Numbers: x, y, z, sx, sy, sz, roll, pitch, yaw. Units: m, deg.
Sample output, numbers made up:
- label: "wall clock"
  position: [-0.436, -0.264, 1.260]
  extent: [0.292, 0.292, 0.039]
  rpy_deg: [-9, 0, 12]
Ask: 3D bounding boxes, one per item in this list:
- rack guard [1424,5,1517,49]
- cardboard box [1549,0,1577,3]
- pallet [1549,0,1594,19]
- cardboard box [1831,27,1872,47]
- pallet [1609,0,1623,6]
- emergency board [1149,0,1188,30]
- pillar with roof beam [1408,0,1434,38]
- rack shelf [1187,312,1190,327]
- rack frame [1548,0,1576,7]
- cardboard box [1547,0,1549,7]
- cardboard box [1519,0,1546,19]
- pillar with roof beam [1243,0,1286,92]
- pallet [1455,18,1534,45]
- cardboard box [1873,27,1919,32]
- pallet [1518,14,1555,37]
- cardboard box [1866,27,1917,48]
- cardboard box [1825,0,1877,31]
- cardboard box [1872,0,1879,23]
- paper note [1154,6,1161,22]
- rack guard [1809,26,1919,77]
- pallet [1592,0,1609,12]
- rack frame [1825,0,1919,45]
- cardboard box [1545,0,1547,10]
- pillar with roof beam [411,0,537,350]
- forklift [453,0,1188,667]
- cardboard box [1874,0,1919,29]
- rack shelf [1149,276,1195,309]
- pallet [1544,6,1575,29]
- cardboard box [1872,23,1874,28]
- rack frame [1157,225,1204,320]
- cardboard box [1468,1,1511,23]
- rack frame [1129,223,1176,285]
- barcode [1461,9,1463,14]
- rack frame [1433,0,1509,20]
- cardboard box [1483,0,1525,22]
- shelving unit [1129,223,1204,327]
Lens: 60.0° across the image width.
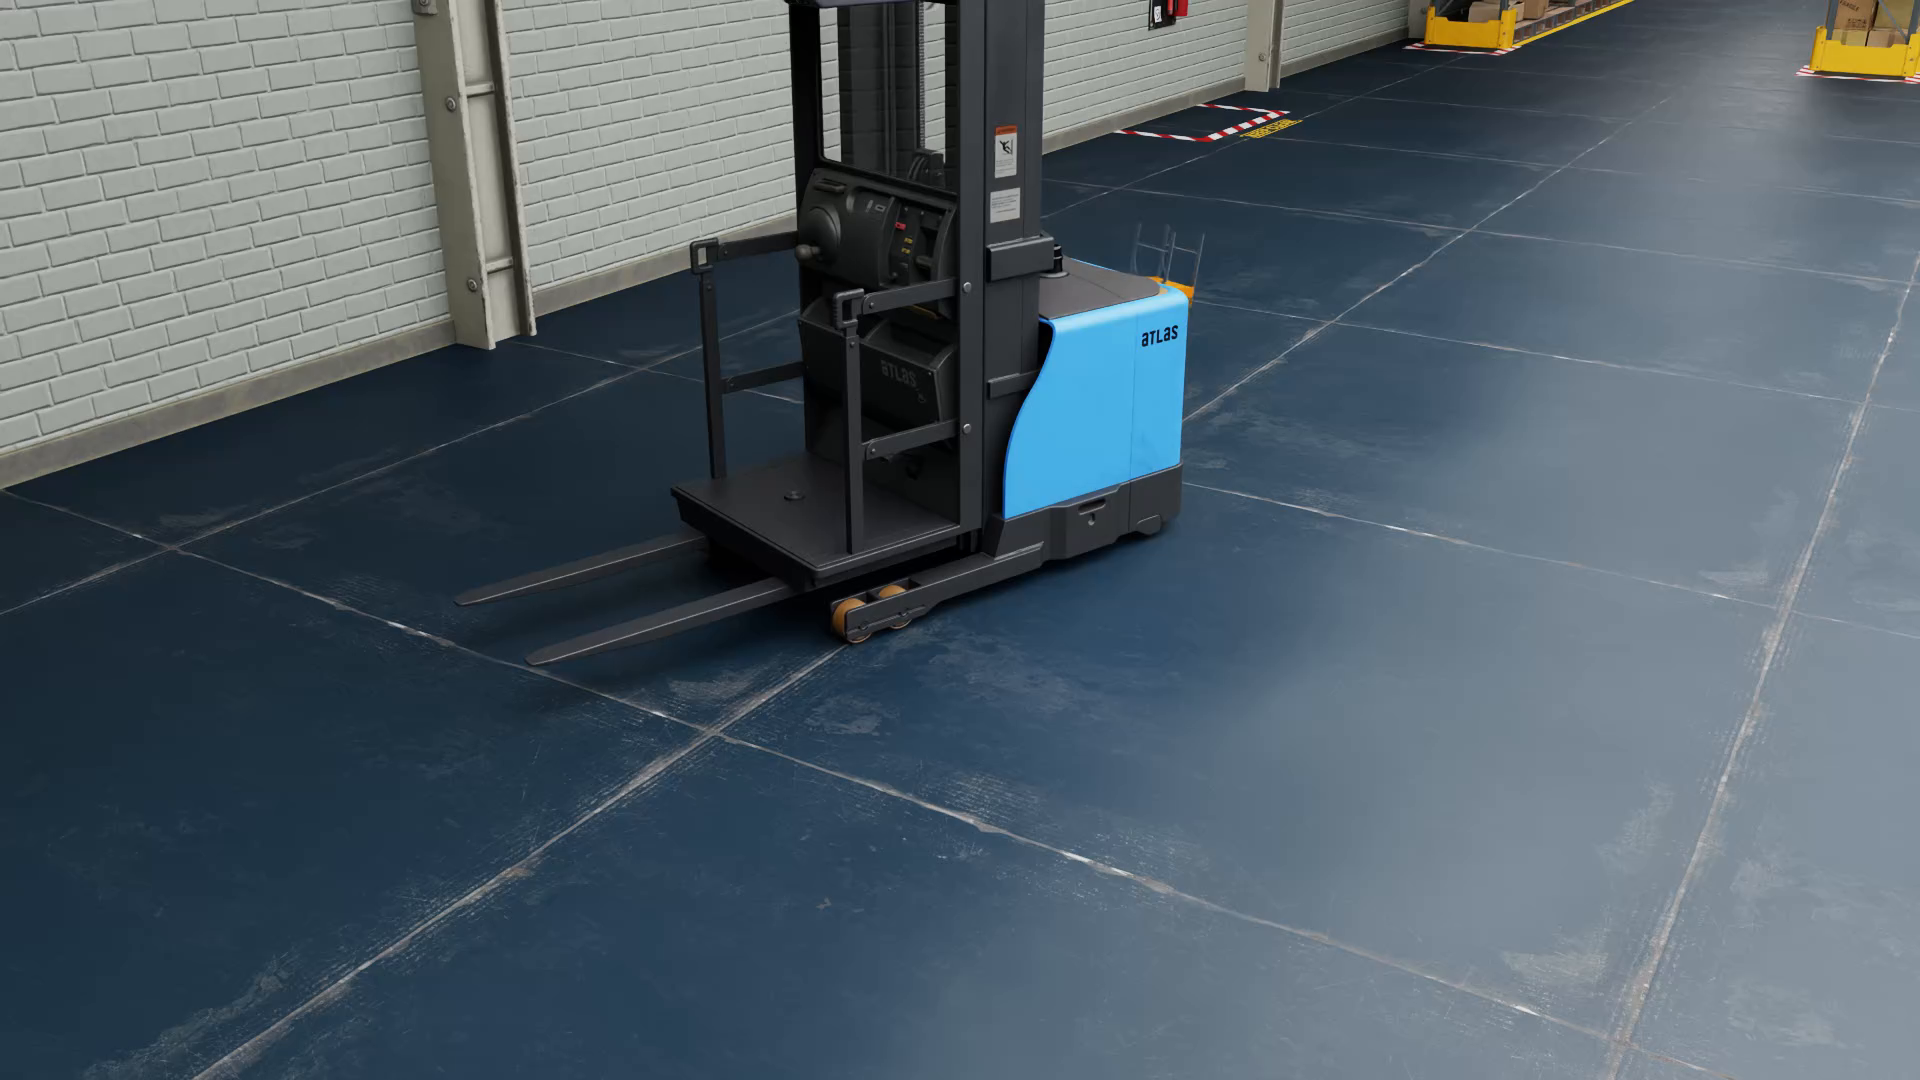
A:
- label: "rack guard"
  position: [7.084, -7.139, 23.111]
  extent: [1.175, 0.500, 0.348]
  rpy_deg: [14, 27, 29]
- label: "cardboard box"
  position: [9.528, -8.917, 26.665]
  extent: [0.700, 0.500, 0.500]
  rpy_deg: [15, 28, 31]
- label: "pallet"
  position: [9.564, -8.594, 26.835]
  extent: [1.003, 0.211, 1.213]
  rpy_deg: [14, 27, 29]
- label: "cardboard box"
  position: [11.287, -6.397, 21.184]
  extent: [0.500, 0.250, 0.500]
  rpy_deg: [14, 27, 29]
- label: "pallet"
  position: [10.851, -9.417, 28.738]
  extent: [1.003, 0.211, 1.213]
  rpy_deg: [14, 27, 29]
- label: "emergency board"
  position: [2.178, -5.827, 16.933]
  extent: [0.194, 1.169, 0.643]
  rpy_deg: [14, 27, 29]
- label: "pillar with roof beam"
  position: [10.336, -10.529, 20.244]
  extent: [9.100, 9.000, 0.400]
  rpy_deg: [14, 27, 29]
- label: "rack shelf"
  position: [0.887, -1.012, 7.573]
  extent: [0.180, 0.103, 0.258]
  rpy_deg: [-5, 22, -39]
- label: "rack frame"
  position: [9.154, -9.610, 25.674]
  extent: [1.000, 3.000, 0.127]
  rpy_deg: [14, 27, 29]
- label: "cardboard box"
  position: [8.898, -8.325, 25.717]
  extent: [0.380, 0.166, 0.250]
  rpy_deg: [10, 25, 22]
- label: "cardboard box"
  position: [8.216, -7.959, 24.452]
  extent: [0.700, 0.500, 0.500]
  rpy_deg: [12, 26, 26]
- label: "pillar with roof beam"
  position: [7.171, -8.504, 15.566]
  extent: [9.100, 9.000, 0.400]
  rpy_deg: [14, 27, 29]
- label: "pallet"
  position: [7.543, -7.273, 23.784]
  extent: [1.003, 0.211, 1.213]
  rpy_deg: [14, 27, 29]
- label: "cardboard box"
  position: [11.987, -6.458, 21.325]
  extent: [0.500, 0.250, 0.500]
  rpy_deg: [14, 27, 29]
- label: "pallet"
  position: [8.187, -7.683, 24.732]
  extent: [1.003, 0.211, 1.213]
  rpy_deg: [14, 27, 29]
- label: "cardboard box"
  position: [11.727, -6.289, 20.933]
  extent: [0.500, 0.250, 0.500]
  rpy_deg: [14, 27, 29]
- label: "cardboard box"
  position: [11.285, -6.742, 21.036]
  extent: [0.500, 0.500, 0.500]
  rpy_deg: [14, 27, 29]
- label: "cardboard box"
  position: [11.800, -7.082, 21.823]
  extent: [0.500, 0.500, 0.500]
  rpy_deg: [14, 27, 29]
- label: "paper note"
  position: [2.026, -5.377, 17.004]
  extent: [0.016, 0.148, 0.142]
  rpy_deg: [14, 27, 29]
- label: "rack guard"
  position: [11.242, -6.068, 20.638]
  extent: [1.175, 0.500, 0.348]
  rpy_deg: [14, 27, 29]
- label: "pallet"
  position: [10.206, -9.007, 27.790]
  extent: [1.003, 0.211, 1.213]
  rpy_deg: [14, 27, 29]
- label: "rack frame"
  position: [11.255, -7.223, 20.160]
  extent: [1.000, 3.000, 0.127]
  rpy_deg: [14, 27, 29]
- label: "cardboard box"
  position: [8.641, -8.306, 25.254]
  extent: [0.500, 0.500, 0.500]
  rpy_deg: [12, 26, 25]
- label: "pillar with roof beam"
  position: [0.841, -4.453, 6.210]
  extent: [9.100, 9.000, 0.400]
  rpy_deg: [14, 27, 29]
- label: "forklift"
  position: [-0.493, -1.189, 6.307]
  extent: [3.031, 2.935, 1.130]
  rpy_deg: [-18, 29, -35]
- label: "cardboard box"
  position: [11.989, -6.802, 21.175]
  extent: [0.500, 0.500, 0.500]
  rpy_deg: [14, 27, 29]
- label: "rack shelf"
  position: [0.904, -1.126, 7.538]
  extent: [0.180, 0.103, 0.258]
  rpy_deg: [-5, 22, -39]
- label: "pallet"
  position: [8.830, -8.096, 25.687]
  extent: [1.003, 0.211, 1.213]
  rpy_deg: [14, 27, 29]
- label: "cardboard box"
  position: [11.540, -6.568, 21.579]
  extent: [0.500, 0.250, 0.500]
  rpy_deg: [14, 27, 29]
- label: "rack frame"
  position: [0.930, -0.834, 7.687]
  extent: [0.006, 1.200, 0.240]
  rpy_deg: [-5, 22, -39]
- label: "cardboard box"
  position: [7.486, -7.443, 23.498]
  extent: [0.500, 0.311, 0.500]
  rpy_deg: [11, 26, 23]
- label: "rack frame"
  position: [0.788, -0.820, 7.572]
  extent: [0.006, 1.200, 0.240]
  rpy_deg: [-5, 22, -39]
- label: "barcode"
  position: [7.156, -7.537, 23.704]
  extent: [0.001, 0.075, 0.075]
  rpy_deg: [14, 27, 29]
- label: "rack frame"
  position: [7.044, -8.260, 22.555]
  extent: [1.000, 3.000, 0.127]
  rpy_deg: [14, 27, 29]
- label: "cardboard box"
  position: [7.786, -7.635, 23.942]
  extent: [0.500, 0.311, 0.500]
  rpy_deg: [16, 28, 33]
- label: "shelving unit"
  position: [0.859, -0.827, 7.629]
  extent: [0.189, 1.200, 0.258]
  rpy_deg: [-5, 22, -39]
